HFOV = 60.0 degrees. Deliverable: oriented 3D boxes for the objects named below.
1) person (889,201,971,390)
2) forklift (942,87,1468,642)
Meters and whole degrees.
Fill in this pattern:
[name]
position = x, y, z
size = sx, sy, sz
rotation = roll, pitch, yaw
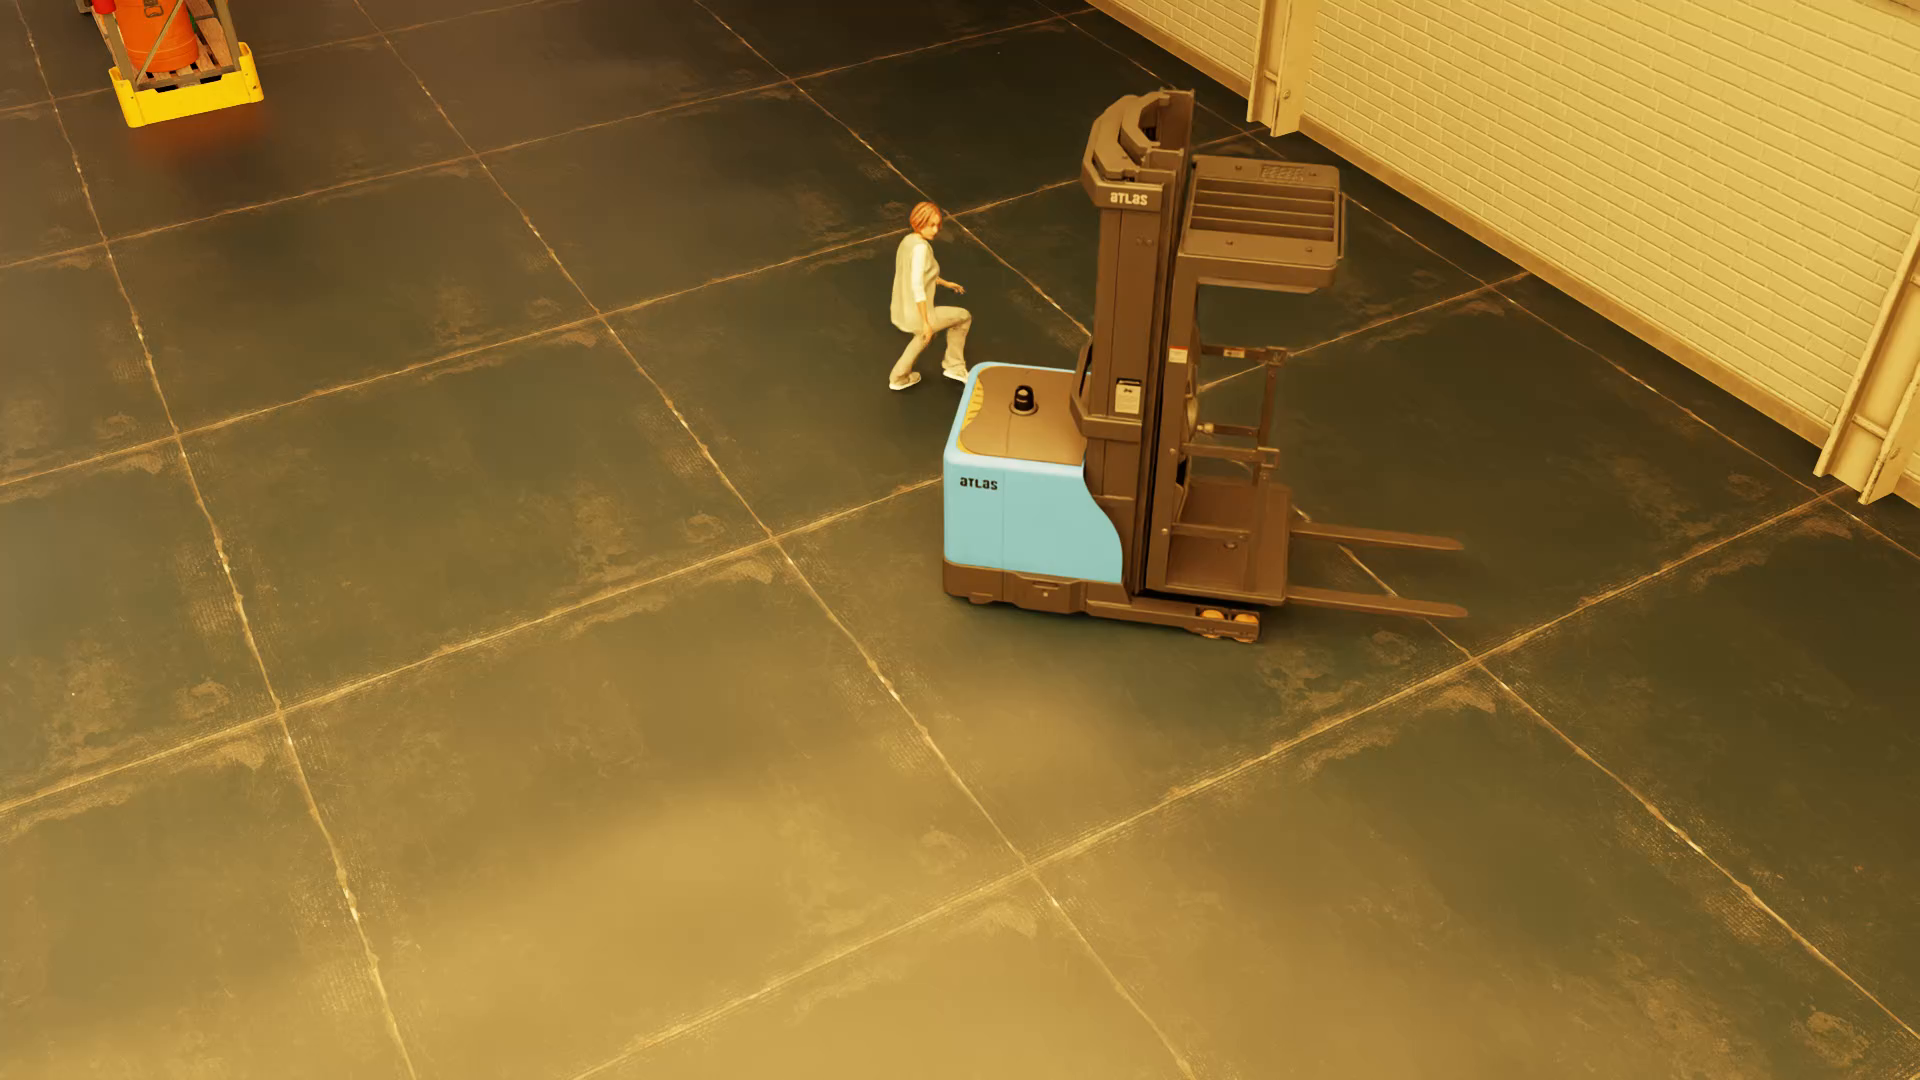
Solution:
[person]
position = -0.166, -1.578, 11.167
size = 0.654, 1.399, 0.642
rotation = -24, 45, -26
[forklift]
position = 1.462, -0.906, 9.129
size = 3.031, 2.935, 1.130
rotation = 7, 40, 8
